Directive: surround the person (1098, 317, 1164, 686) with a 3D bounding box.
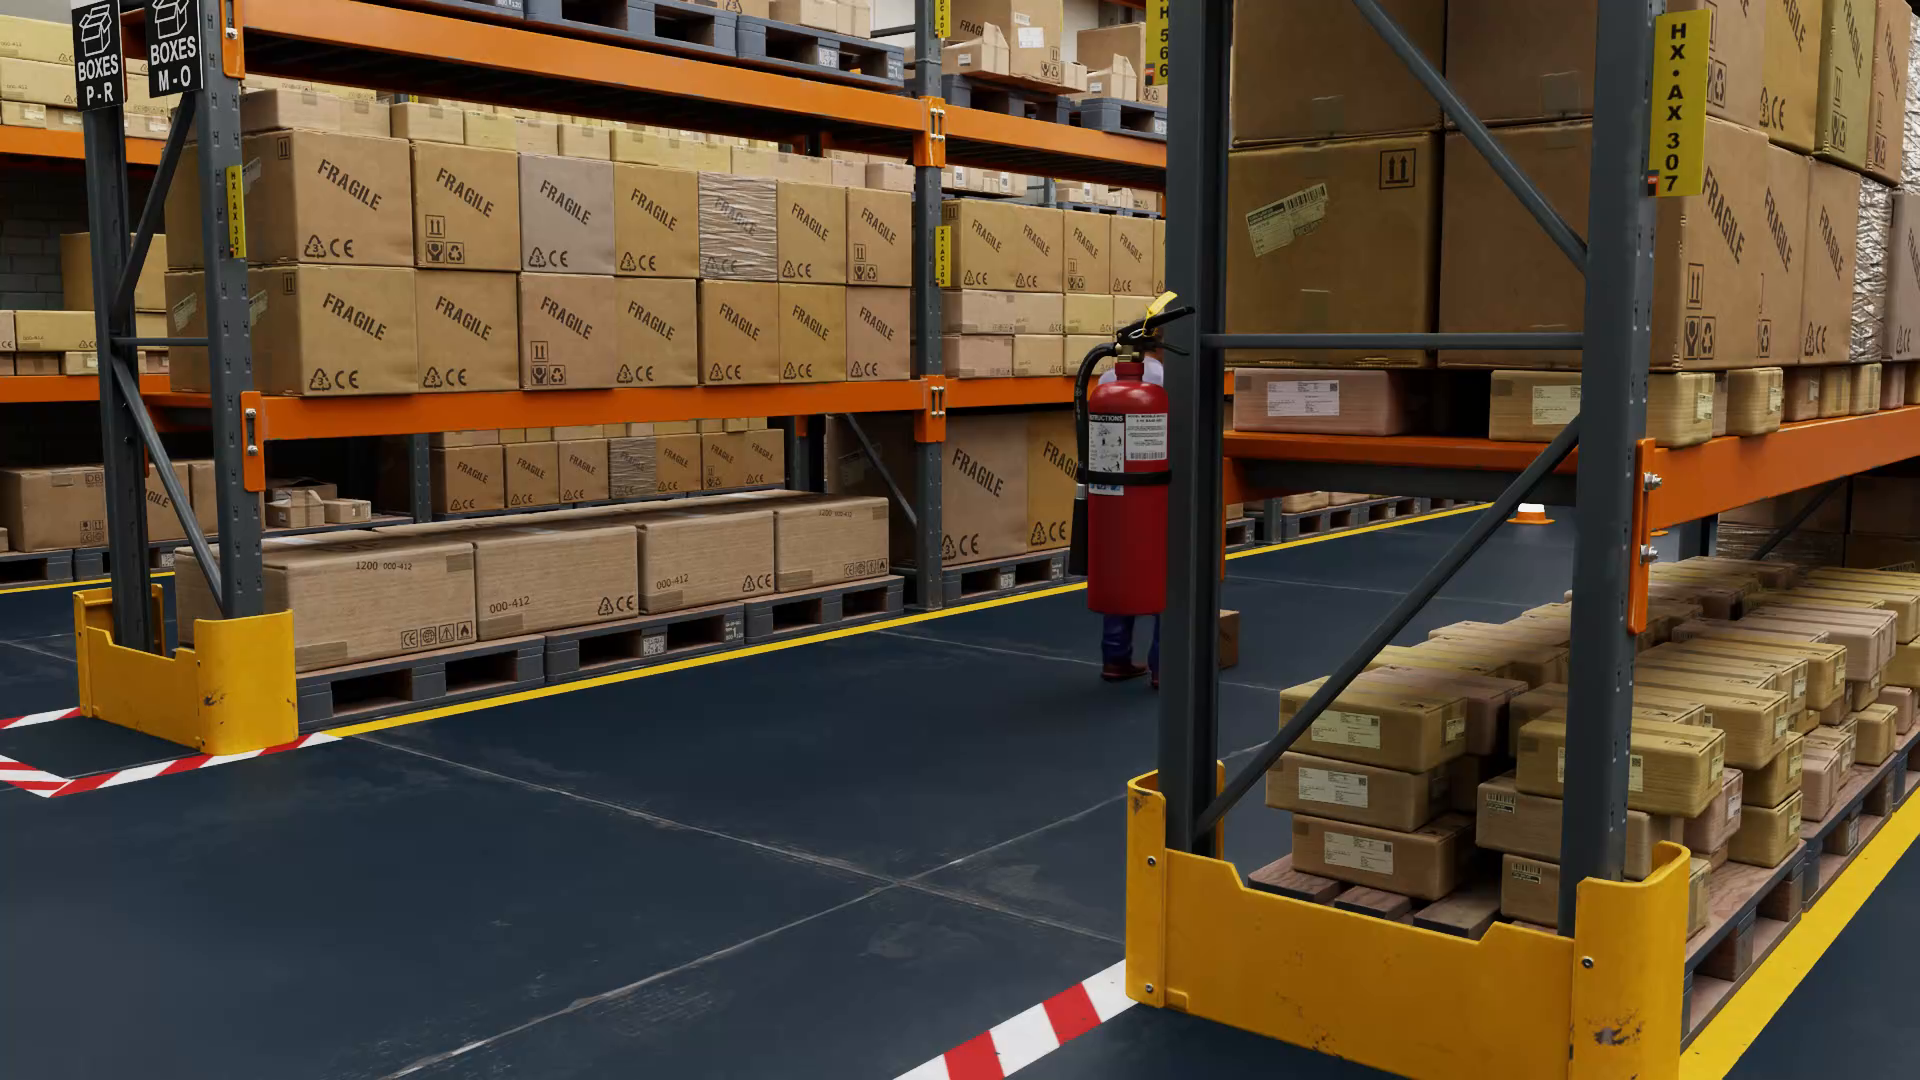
[{"bbox_3d":[0.813,-0.166,7.373,0.483,1.619,0.349,6,9,40],"label":"person"}]
